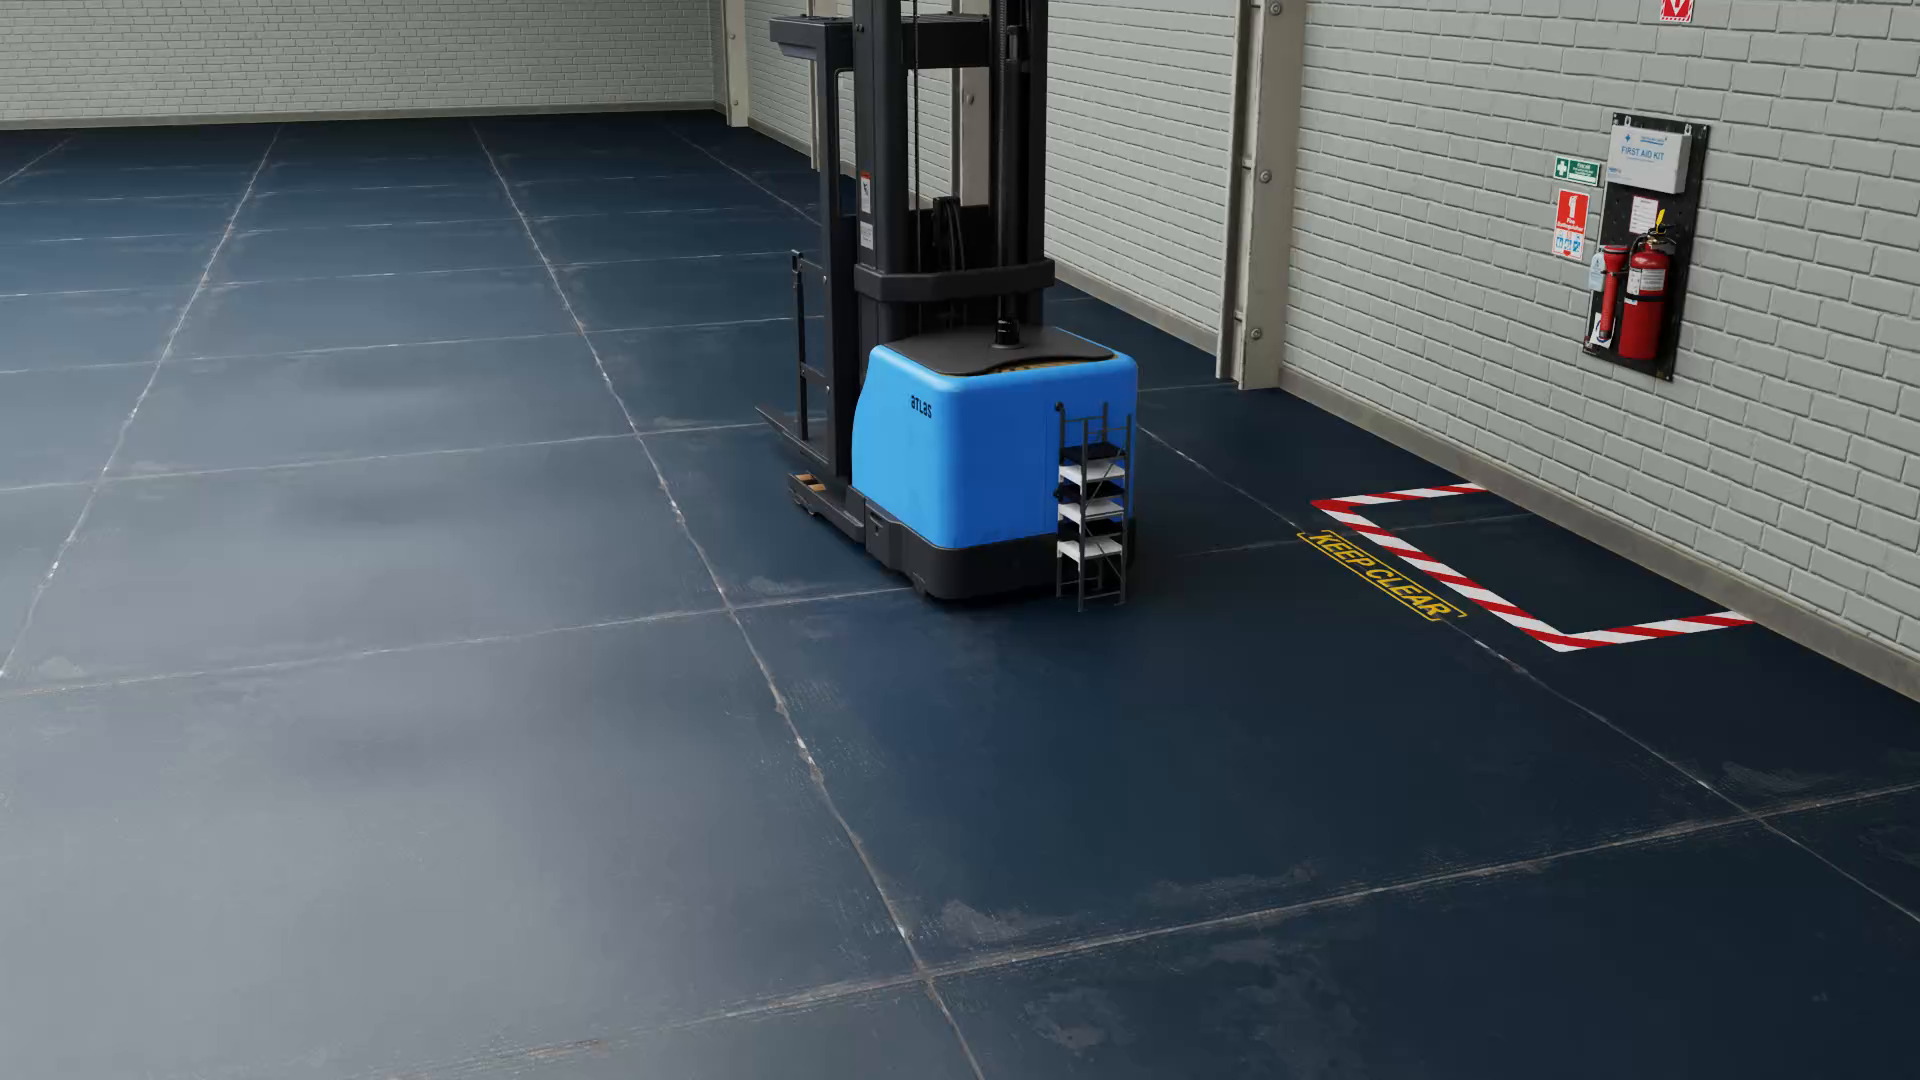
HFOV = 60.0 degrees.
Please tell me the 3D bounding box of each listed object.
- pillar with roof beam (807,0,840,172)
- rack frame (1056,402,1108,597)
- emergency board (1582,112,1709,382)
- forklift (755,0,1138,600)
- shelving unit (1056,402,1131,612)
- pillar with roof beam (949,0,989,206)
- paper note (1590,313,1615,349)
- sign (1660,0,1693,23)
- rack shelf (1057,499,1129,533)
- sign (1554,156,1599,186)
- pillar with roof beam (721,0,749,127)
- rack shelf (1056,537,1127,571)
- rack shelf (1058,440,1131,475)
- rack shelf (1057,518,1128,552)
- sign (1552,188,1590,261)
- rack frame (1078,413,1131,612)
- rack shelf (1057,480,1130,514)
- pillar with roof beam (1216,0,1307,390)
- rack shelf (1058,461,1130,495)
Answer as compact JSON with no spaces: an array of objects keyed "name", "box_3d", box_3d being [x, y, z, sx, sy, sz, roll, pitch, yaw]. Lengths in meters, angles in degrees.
[{"name":"pillar with roof beam","box_3d":[-5.870,-8.721,19.385,9.100,9.000,0.400,-6,21,-17]},{"name":"rack frame","box_3d":[0.555,-0.177,7.577,0.240,0.900,0.006,-9,22,-24]},{"name":"emergency board","box_3d":[3.133,-1.376,7.810,0.194,1.169,0.643,-6,21,-17]},{"name":"forklift","box_3d":[-0.272,-1.569,8.448,1.130,2.935,3.031,-9,22,-24]},{"name":"shelving unit","box_3d":[0.599,-0.146,7.491,0.258,0.900,0.210,-9,22,-24]},{"name":"pillar with roof beam","box_3d":[-3.985,-6.796,14.024,9.100,9.000,0.400,-6,21,-17]},{"name":"paper note","box_3d":[3.143,-1.026,8.137,0.016,0.148,0.142,-6,21,-17]},{"name":"sign","box_3d":[3.225,-2.480,7.455,0.001,0.298,0.199,-6,21,-17]},{"name":"rack shelf","box_3d":[0.599,-0.114,7.503,0.258,0.077,0.200,-9,22,-24]},{"name":"sign","box_3d":[3.051,-1.828,8.232,0.001,0.109,0.331,-6,21,-17]},{"name":"pillar with roof beam","box_3d":[-7.756,-10.647,24.746,9.100,9.000,0.400,-6,21,-17]},{"name":"rack shelf","box_3d":[0.599,0.055,7.563,0.258,0.077,0.200,-9,22,-24]},{"name":"rack shelf","box_3d":[0.599,-0.369,7.411,0.258,0.077,0.200,-9,22,-24]},{"name":"rack shelf","box_3d":[0.599,-0.030,7.533,0.258,0.077,0.200,-9,22,-24]},{"name":"sign","box_3d":[3.058,-1.581,8.328,0.001,0.329,0.234,-6,21,-17]},{"name":"rack frame","box_3d":[0.644,-0.115,7.405,0.240,0.900,0.006,-9,22,-24]},{"name":"rack shelf","box_3d":[0.599,-0.199,7.472,0.258,0.077,0.200,-9,22,-24]},{"name":"pillar with roof beam","box_3d":[-2.099,-4.870,8.664,9.100,9.000,0.400,-6,21,-17]},{"name":"rack shelf","box_3d":[0.599,-0.284,7.442,0.258,0.077,0.200,-9,22,-24]}]
